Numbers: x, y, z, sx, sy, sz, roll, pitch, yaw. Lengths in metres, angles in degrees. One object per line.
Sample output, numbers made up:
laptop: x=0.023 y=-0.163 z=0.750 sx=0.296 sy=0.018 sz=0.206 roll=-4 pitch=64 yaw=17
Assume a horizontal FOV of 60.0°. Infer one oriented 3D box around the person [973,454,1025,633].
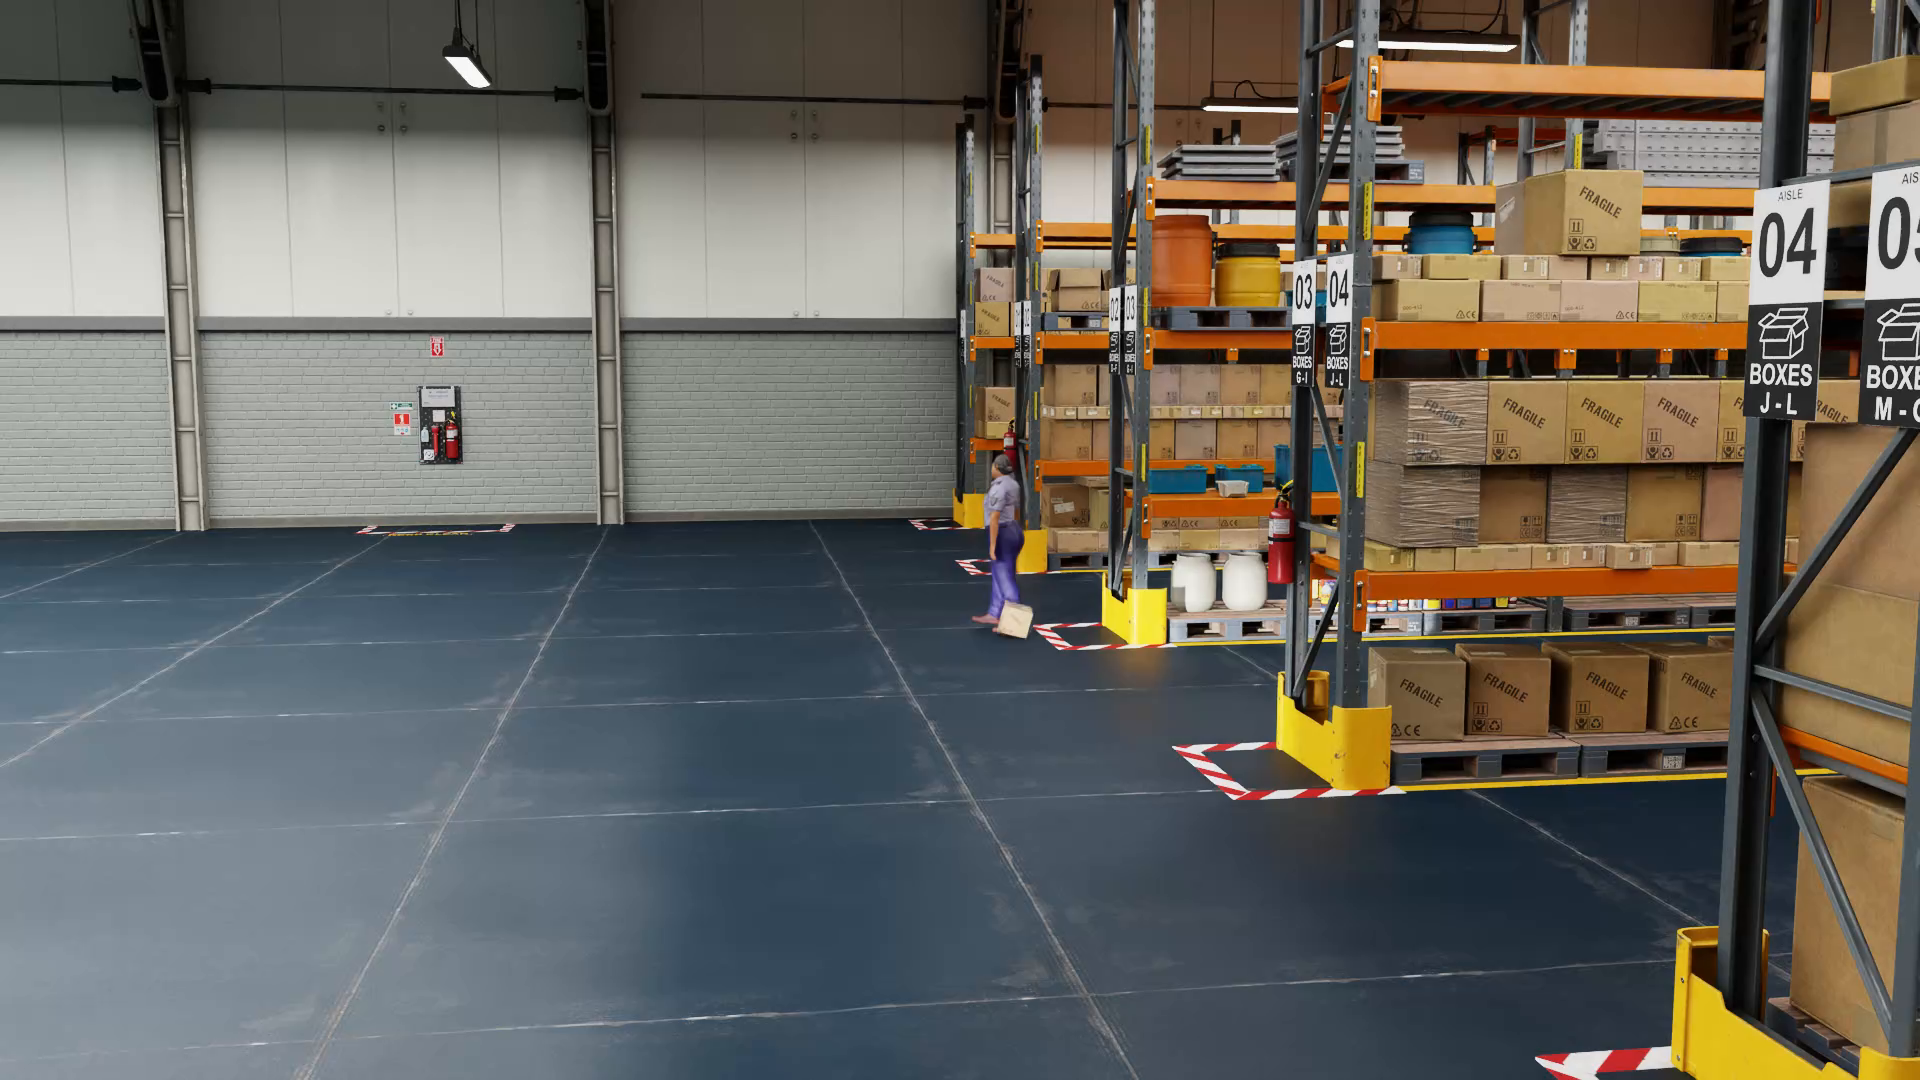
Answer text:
person: x=0.362 y=0.011 z=15.651 sx=0.598 sy=1.640 sz=0.658 roll=3 pitch=7 yaw=21
